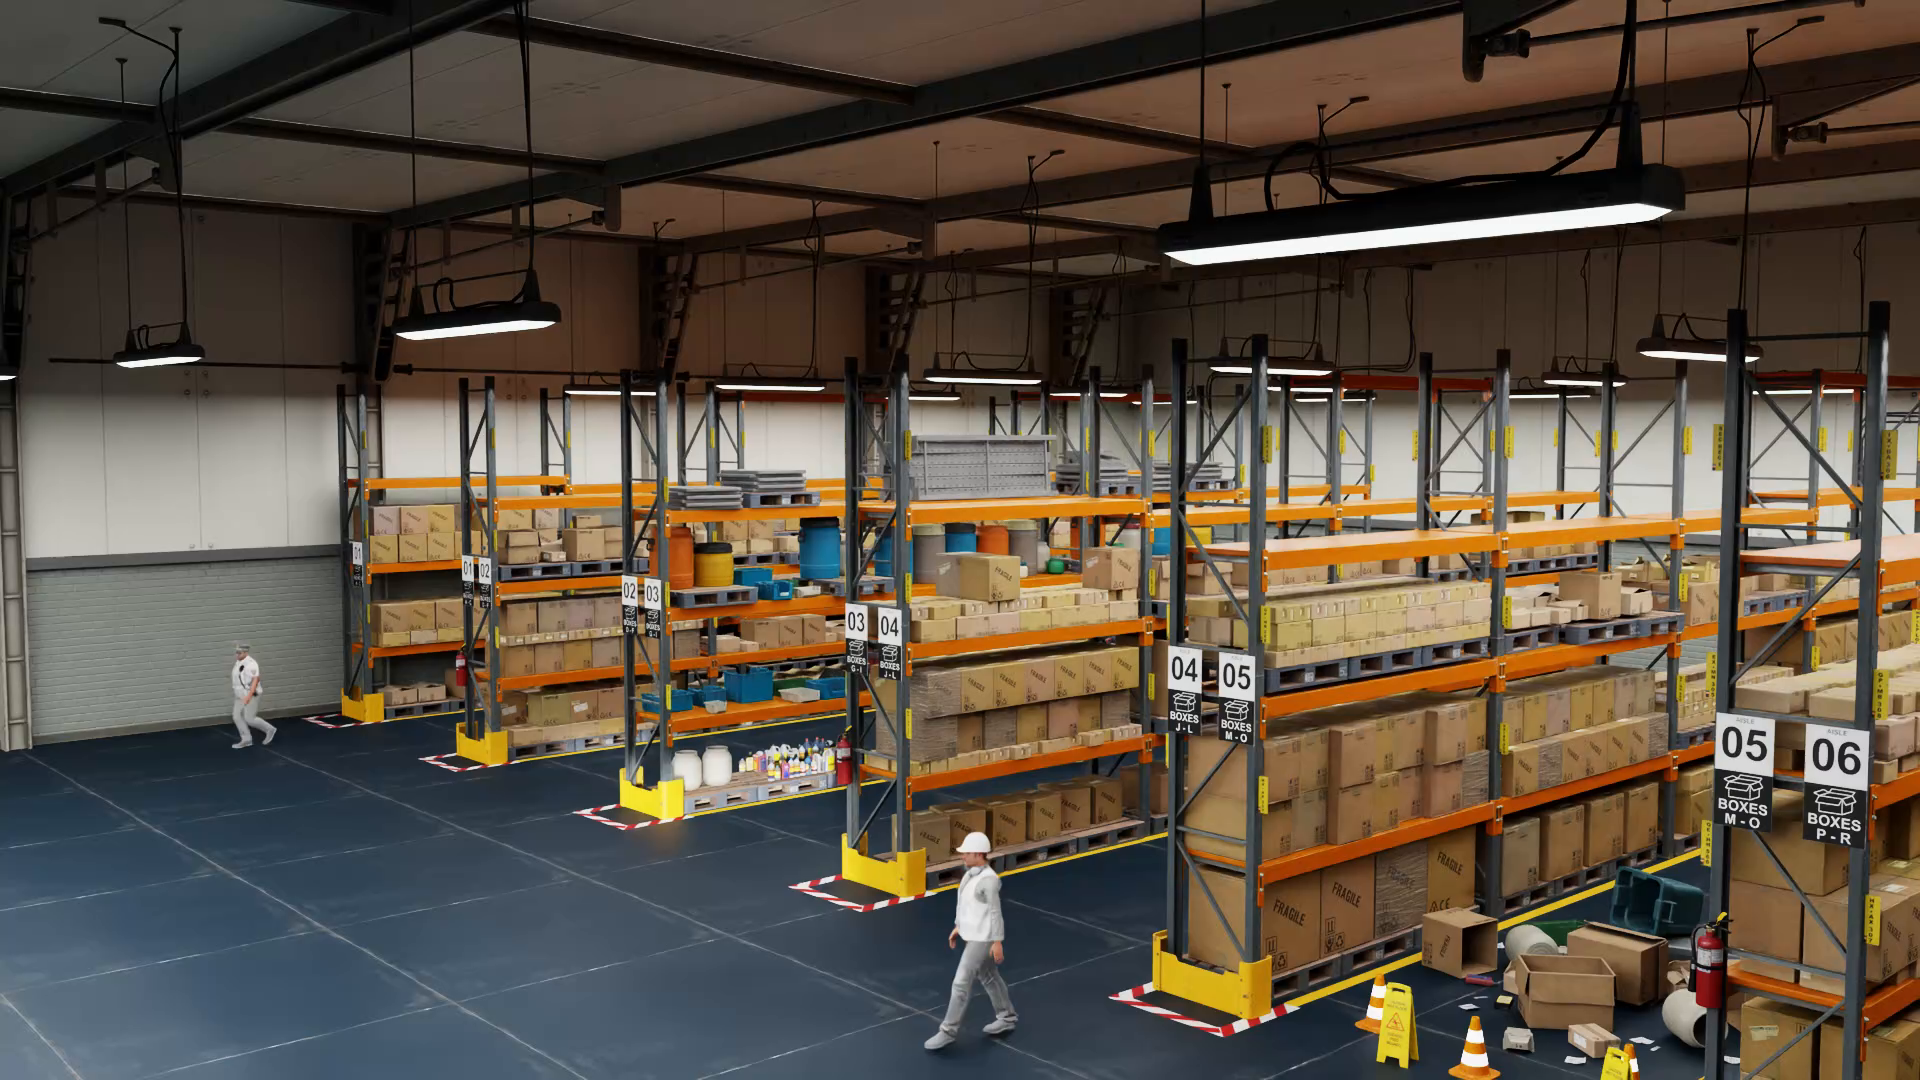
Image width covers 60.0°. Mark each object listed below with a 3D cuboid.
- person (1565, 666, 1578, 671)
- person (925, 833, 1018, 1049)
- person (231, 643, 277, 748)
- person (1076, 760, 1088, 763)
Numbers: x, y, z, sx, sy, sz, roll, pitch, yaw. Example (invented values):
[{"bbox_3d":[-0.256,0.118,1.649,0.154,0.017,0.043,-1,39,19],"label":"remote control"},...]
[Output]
[{"bbox_3d":[9.323,2.700,25.519,0.953,1.537,0.390,-2,4,-29],"label":"person"},{"bbox_3d":[0.079,3.345,14.083,0.888,1.736,0.573,-1,4,-14],"label":"person"},{"bbox_3d":[-11.576,2.524,27.179,0.587,1.733,0.601,3,5,36],"label":"person"},{"bbox_3d":[1.844,2.640,25.789,0.513,1.678,0.517,-2,5,-34],"label":"person"}]
